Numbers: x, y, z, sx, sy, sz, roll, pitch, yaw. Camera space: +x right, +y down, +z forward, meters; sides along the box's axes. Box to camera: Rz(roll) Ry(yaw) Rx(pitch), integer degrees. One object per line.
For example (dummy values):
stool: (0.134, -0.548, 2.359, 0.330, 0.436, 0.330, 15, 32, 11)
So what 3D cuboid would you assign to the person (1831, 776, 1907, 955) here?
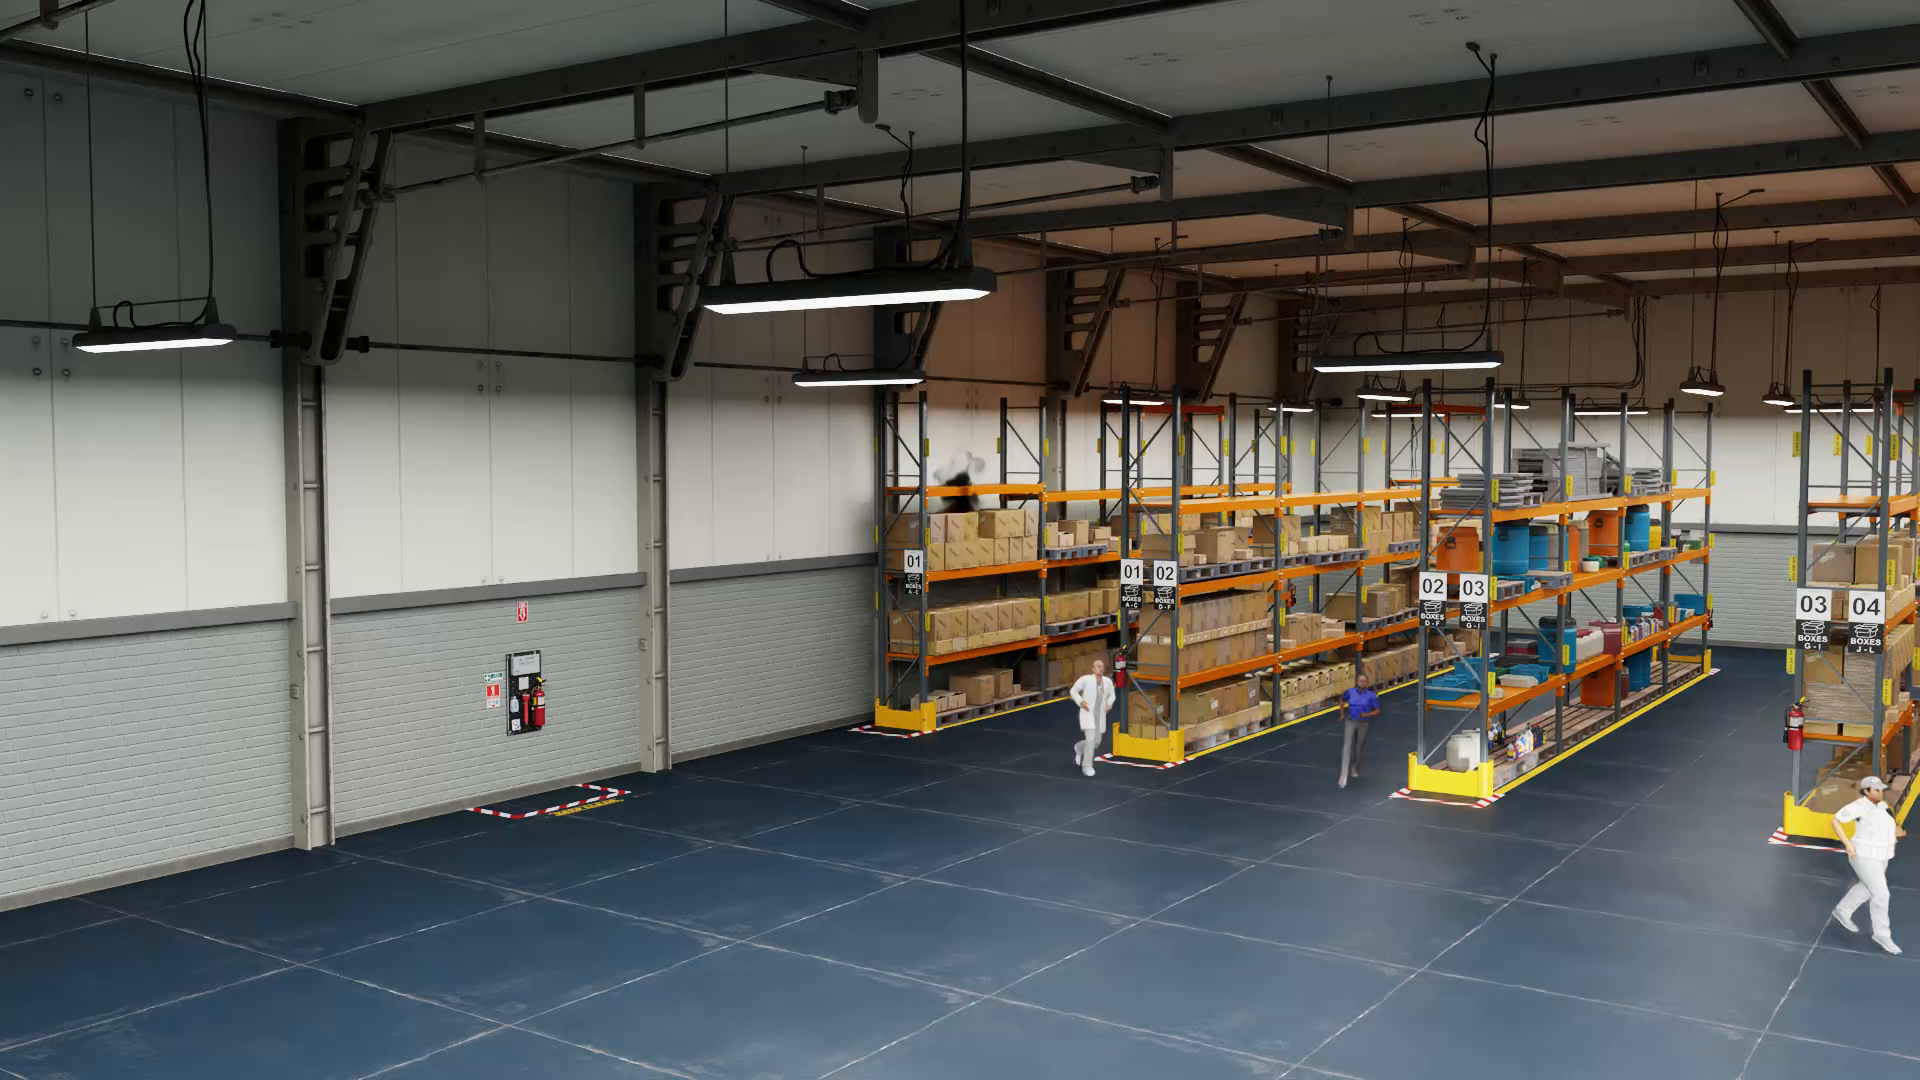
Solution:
person: (9.180, 3.232, 16.786, 0.587, 1.708, 0.819, -2, 4, -30)

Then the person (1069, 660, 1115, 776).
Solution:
person: (2.060, 2.726, 25.774, 0.752, 1.743, 0.787, -1, 3, -19)

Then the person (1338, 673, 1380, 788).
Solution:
person: (5.953, 2.810, 24.824, 0.586, 1.673, 0.881, 1, 3, 17)
